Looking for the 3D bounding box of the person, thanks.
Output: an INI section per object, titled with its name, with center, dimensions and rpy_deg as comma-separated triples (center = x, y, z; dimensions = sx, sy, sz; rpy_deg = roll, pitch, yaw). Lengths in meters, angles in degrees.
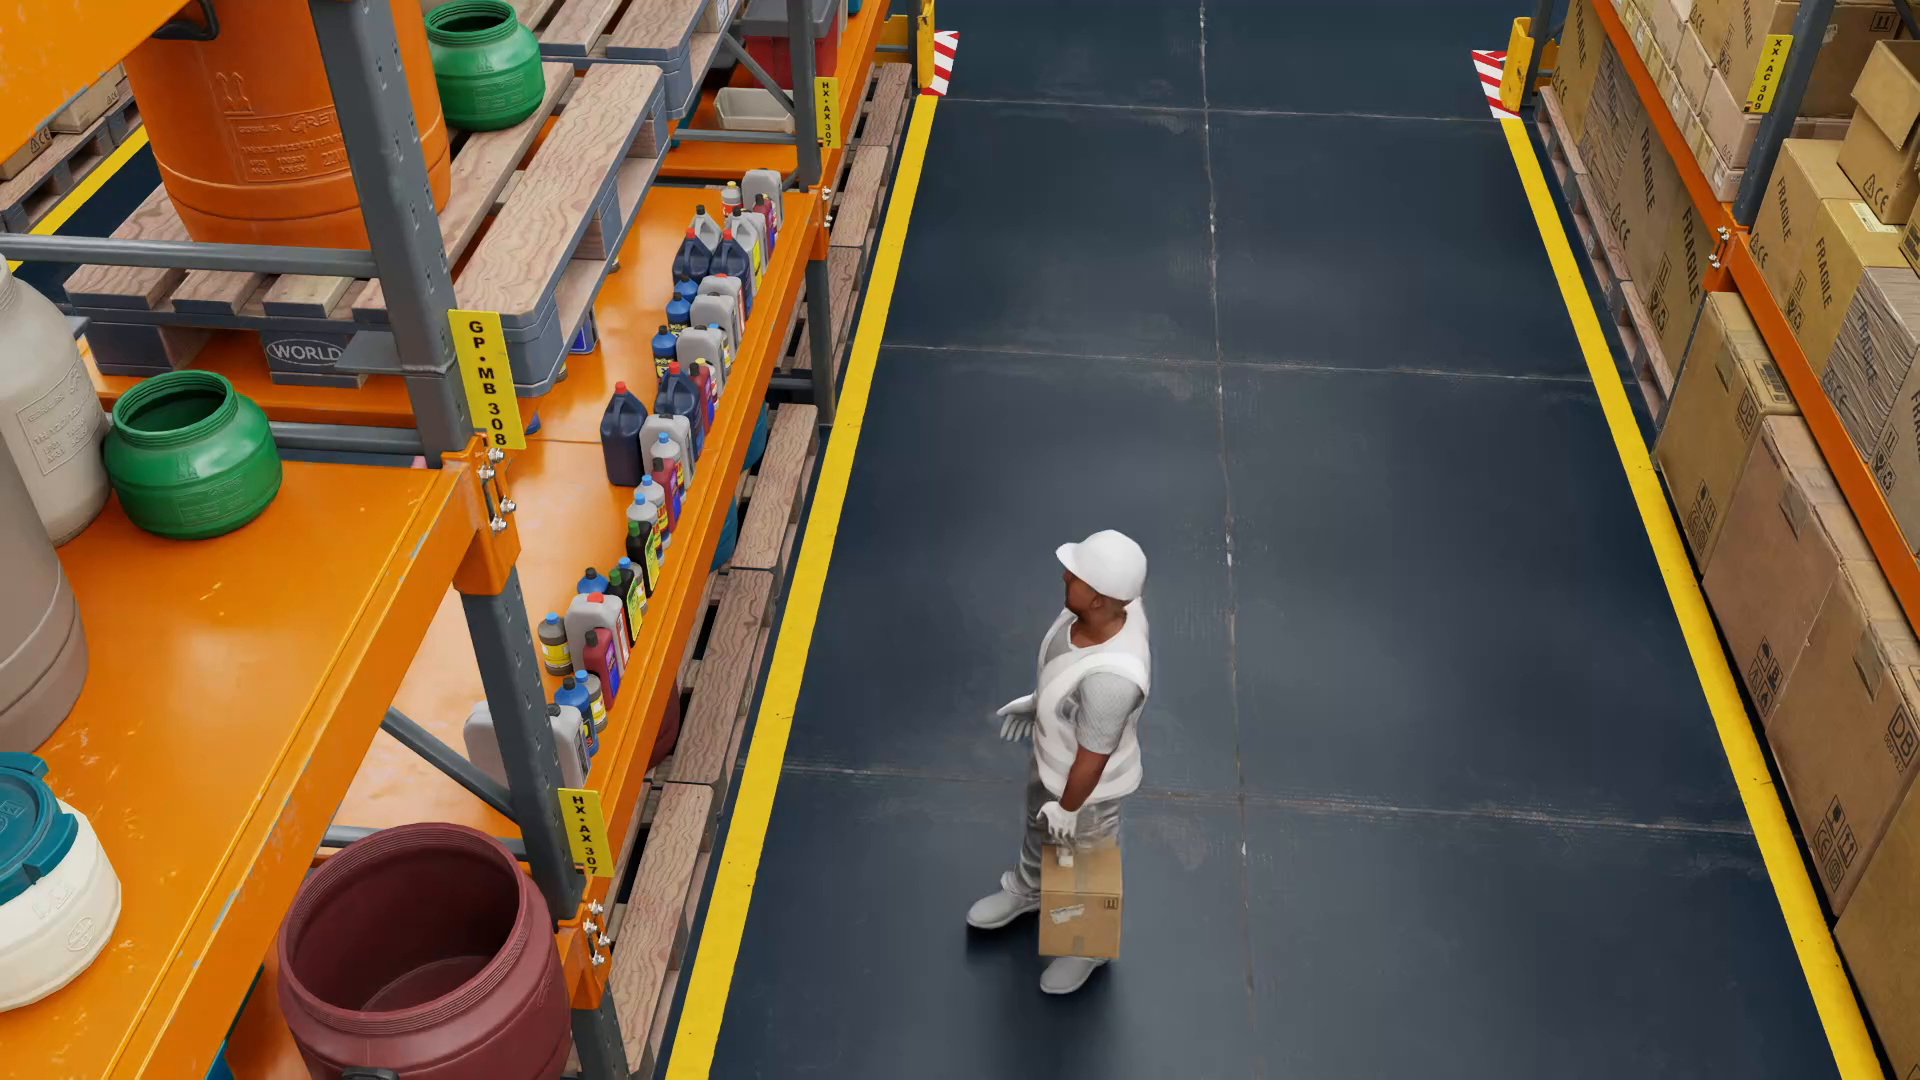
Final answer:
[person]
center = 0.359, 0.688, 5.234
dimensions = 0.437, 1.732, 0.549
rpy_deg = -3, 40, -4
